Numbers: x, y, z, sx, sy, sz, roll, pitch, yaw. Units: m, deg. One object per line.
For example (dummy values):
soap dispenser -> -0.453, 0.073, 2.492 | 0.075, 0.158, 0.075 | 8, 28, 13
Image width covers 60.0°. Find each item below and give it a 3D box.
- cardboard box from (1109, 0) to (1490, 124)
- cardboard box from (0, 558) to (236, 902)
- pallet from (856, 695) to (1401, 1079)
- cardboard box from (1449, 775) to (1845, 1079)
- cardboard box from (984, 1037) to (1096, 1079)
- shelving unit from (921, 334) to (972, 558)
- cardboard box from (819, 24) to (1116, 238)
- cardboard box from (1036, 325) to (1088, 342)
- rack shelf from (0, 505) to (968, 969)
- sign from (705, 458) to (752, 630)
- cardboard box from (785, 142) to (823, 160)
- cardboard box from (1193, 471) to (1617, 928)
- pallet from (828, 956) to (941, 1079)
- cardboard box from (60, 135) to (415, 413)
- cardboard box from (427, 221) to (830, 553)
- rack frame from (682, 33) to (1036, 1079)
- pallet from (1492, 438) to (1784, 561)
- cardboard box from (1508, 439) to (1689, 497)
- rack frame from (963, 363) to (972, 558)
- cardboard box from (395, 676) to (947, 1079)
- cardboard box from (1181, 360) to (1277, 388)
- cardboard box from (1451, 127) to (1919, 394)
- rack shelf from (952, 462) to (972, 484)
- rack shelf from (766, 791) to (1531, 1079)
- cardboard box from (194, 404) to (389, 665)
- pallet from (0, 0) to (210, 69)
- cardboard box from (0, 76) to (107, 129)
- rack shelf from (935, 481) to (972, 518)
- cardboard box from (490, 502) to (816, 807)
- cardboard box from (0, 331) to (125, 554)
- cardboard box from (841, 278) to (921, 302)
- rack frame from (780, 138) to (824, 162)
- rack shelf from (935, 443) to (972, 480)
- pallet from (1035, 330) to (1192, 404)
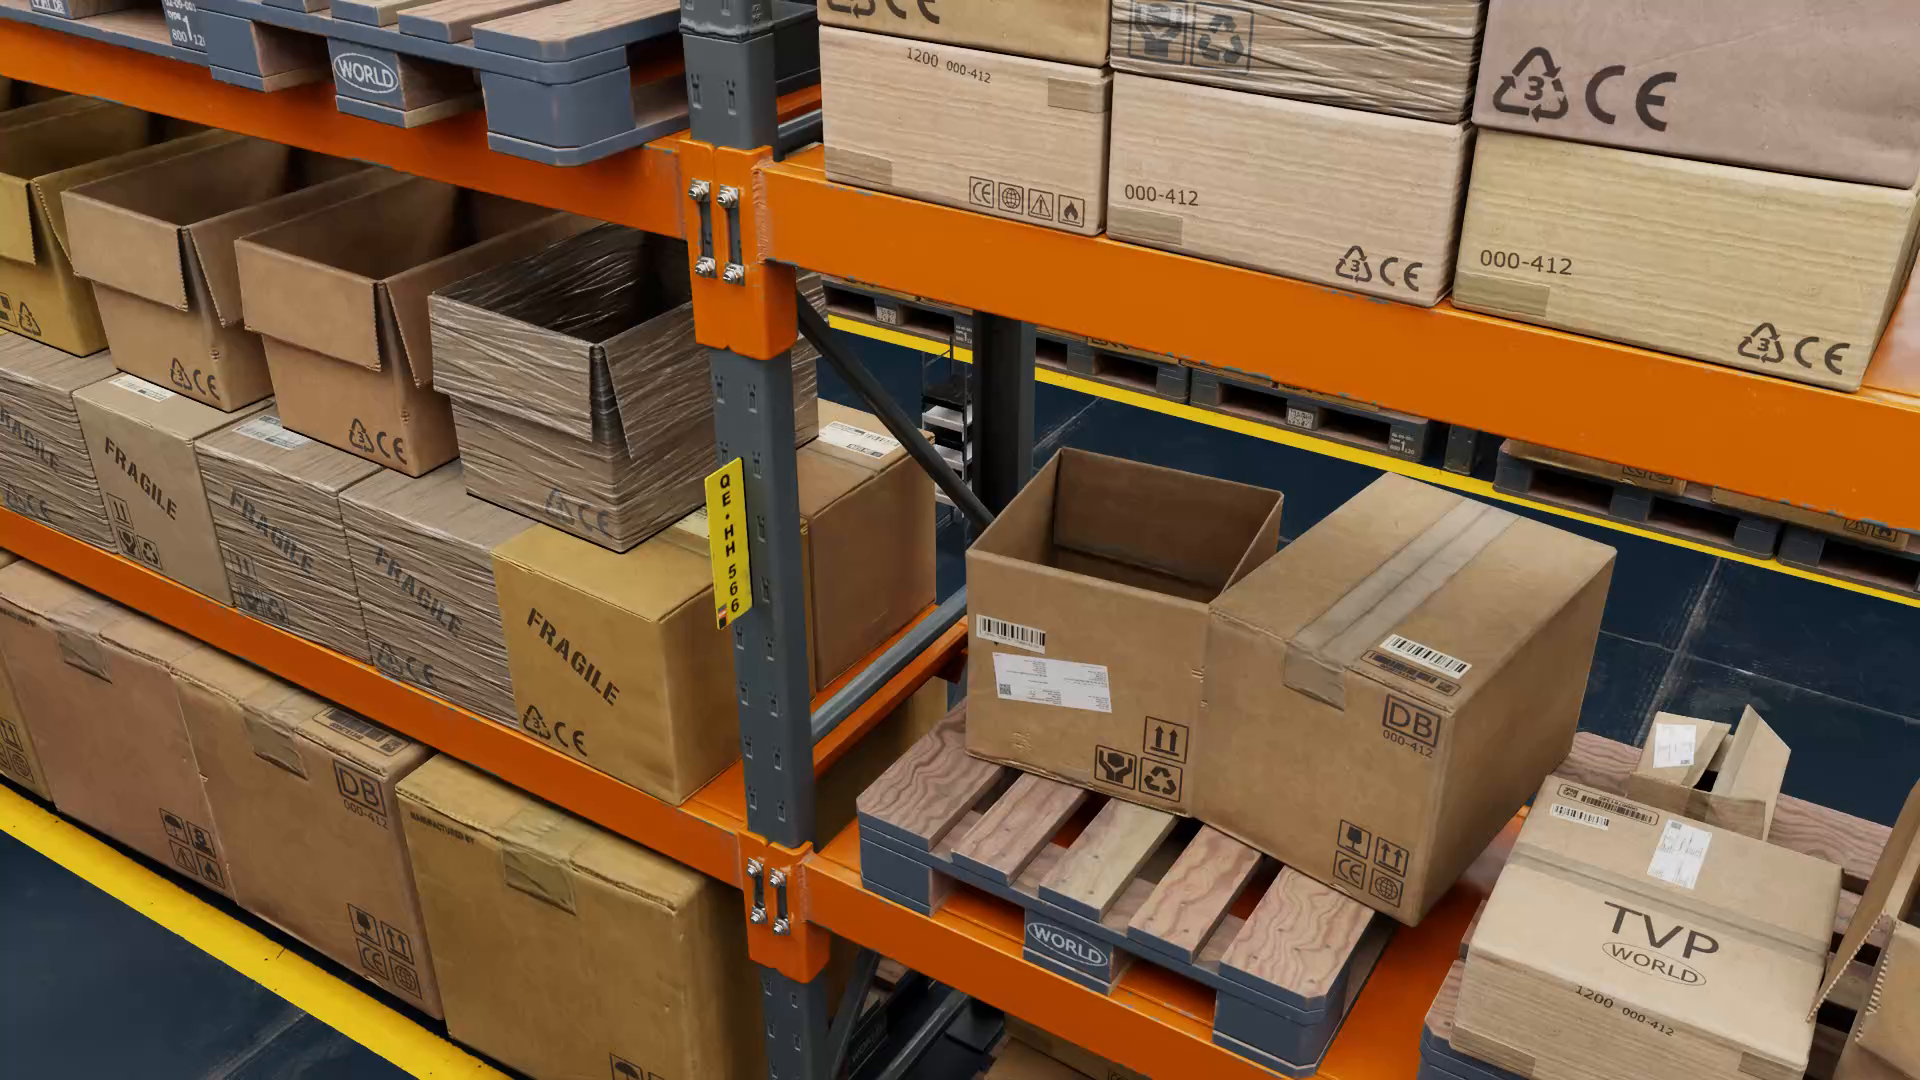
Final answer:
cardboard box -> 0.550, -0.910, 2.261 | 0.500, 0.500, 0.500 | 18, 35, 28
cardboard box -> -2.217, 0.339, 5.385 | 0.875, 0.875, 1.225 | 16, 34, 26
pallet -> 0.521, 0.500, 3.606 | 1.003, 0.211, 1.213 | 18, 35, 27
cardboard box -> 1.158, 0.702, 2.801 | 0.500, 0.250, 0.500 | 17, 34, 26
cardboard box -> 0.439, 1.332, 4.033 | 0.500, 0.500, 0.700 | 16, 34, 25
shelving unit -> -0.007, -0.391, 7.027 | 0.210, 0.900, 0.258 | 18, 35, 27
cardboard box -> 0.124, -0.724, 2.687 | 0.500, 0.250, 0.500 | 18, 35, 28
cardboard box -> 0.580, -1.405, 8.745 | 0.500, 0.500, 0.500 | 18, 35, 28
rack shelf -> -1.833, 0.047, 4.907 | 4.000, 0.370, 1.077 | 18, 35, 27
sign -> -0.431, 0.009, 3.108 | 0.005, 0.325, 0.100 | 18, 35, 27
cardboard box -> -0.986, -2.277, 9.999 | 0.250, 0.149, 0.380 | 19, 35, 29
cardboard box -> 0.866, 0.282, 3.274 | 0.500, 0.500, 0.700 | 23, 38, 34
pallet -> -0.766, 1.233, 4.927 | 1.213, 0.211, 1.003 | 18, 35, 27
cardboard box -> -1.871, -0.760, 4.481 | 0.637, 0.503, 0.797 | 19, 35, 29
cardboard box -> -0.749, -0.407, 3.877 | 0.637, 0.503, 0.797 | 19, 35, 29
rack frame -> -0.139, 0.272, 3.807 | 0.127, 3.000, 1.000 | 18, 35, 27
pallet -> 3.211, -0.370, 7.675 | 1.213, 0.211, 1.003 | 18, 35, 27
cardboard box -> 3.052, -0.826, 7.505 | 0.750, 0.750, 1.050 | 17, 34, 27
rack frame -> 0.079, -0.364, 6.980 | 0.006, 0.900, 0.240 | 18, 35, 27
cardboard box -> -0.712, 0.814, 4.569 | 0.875, 0.875, 1.225 | 16, 34, 25
cardboard box -> 1.450, -1.125, 8.266 | 0.500, 0.500, 0.500 | 19, 35, 29
cardboard box -> 0.999, -0.453, 2.222 | 0.500, 0.250, 0.500 | 18, 35, 28
rack shelf -> -0.007, -0.284, 7.089 | 0.200, 0.077, 0.258 | 18, 35, 27
rack shelf -> 1.555, 1.118, 3.070 | 4.000, 0.370, 1.077 | 18, 35, 27
cardboard box -> -1.549, -0.072, 4.297 | 0.500, 0.500, 0.500 | 16, 34, 26
pallet -> -1.661, -1.390, 3.867 | 1.213, 0.211, 1.003 | 19, 35, 30
cardboard box -> -2.981, -1.109, 5.079 | 0.637, 0.503, 0.797 | 17, 34, 26
rack shelf -> -0.007, -0.207, 7.134 | 0.200, 0.077, 0.258 | 18, 35, 27
cardboard box -> -0.689, 0.202, 3.827 | 0.500, 0.500, 0.500 | 19, 35, 29
cardboard box -> -2.420, -0.344, 4.764 | 0.500, 0.500, 0.500 | 17, 34, 26
cardboard box -> -0.319, -1.680, 9.217 | 0.500, 0.500, 0.500 | 19, 35, 29
rack frame -> -0.804, -2.890, 9.226 | 0.127, 3.000, 1.000 | 18, 35, 27
rack shelf -> -0.007, -0.362, 7.044 | 0.200, 0.077, 0.258 | 18, 35, 27
pallet -> 0.893, -1.151, 9.013 | 1.213, 0.211, 1.003 | 18, 35, 27
